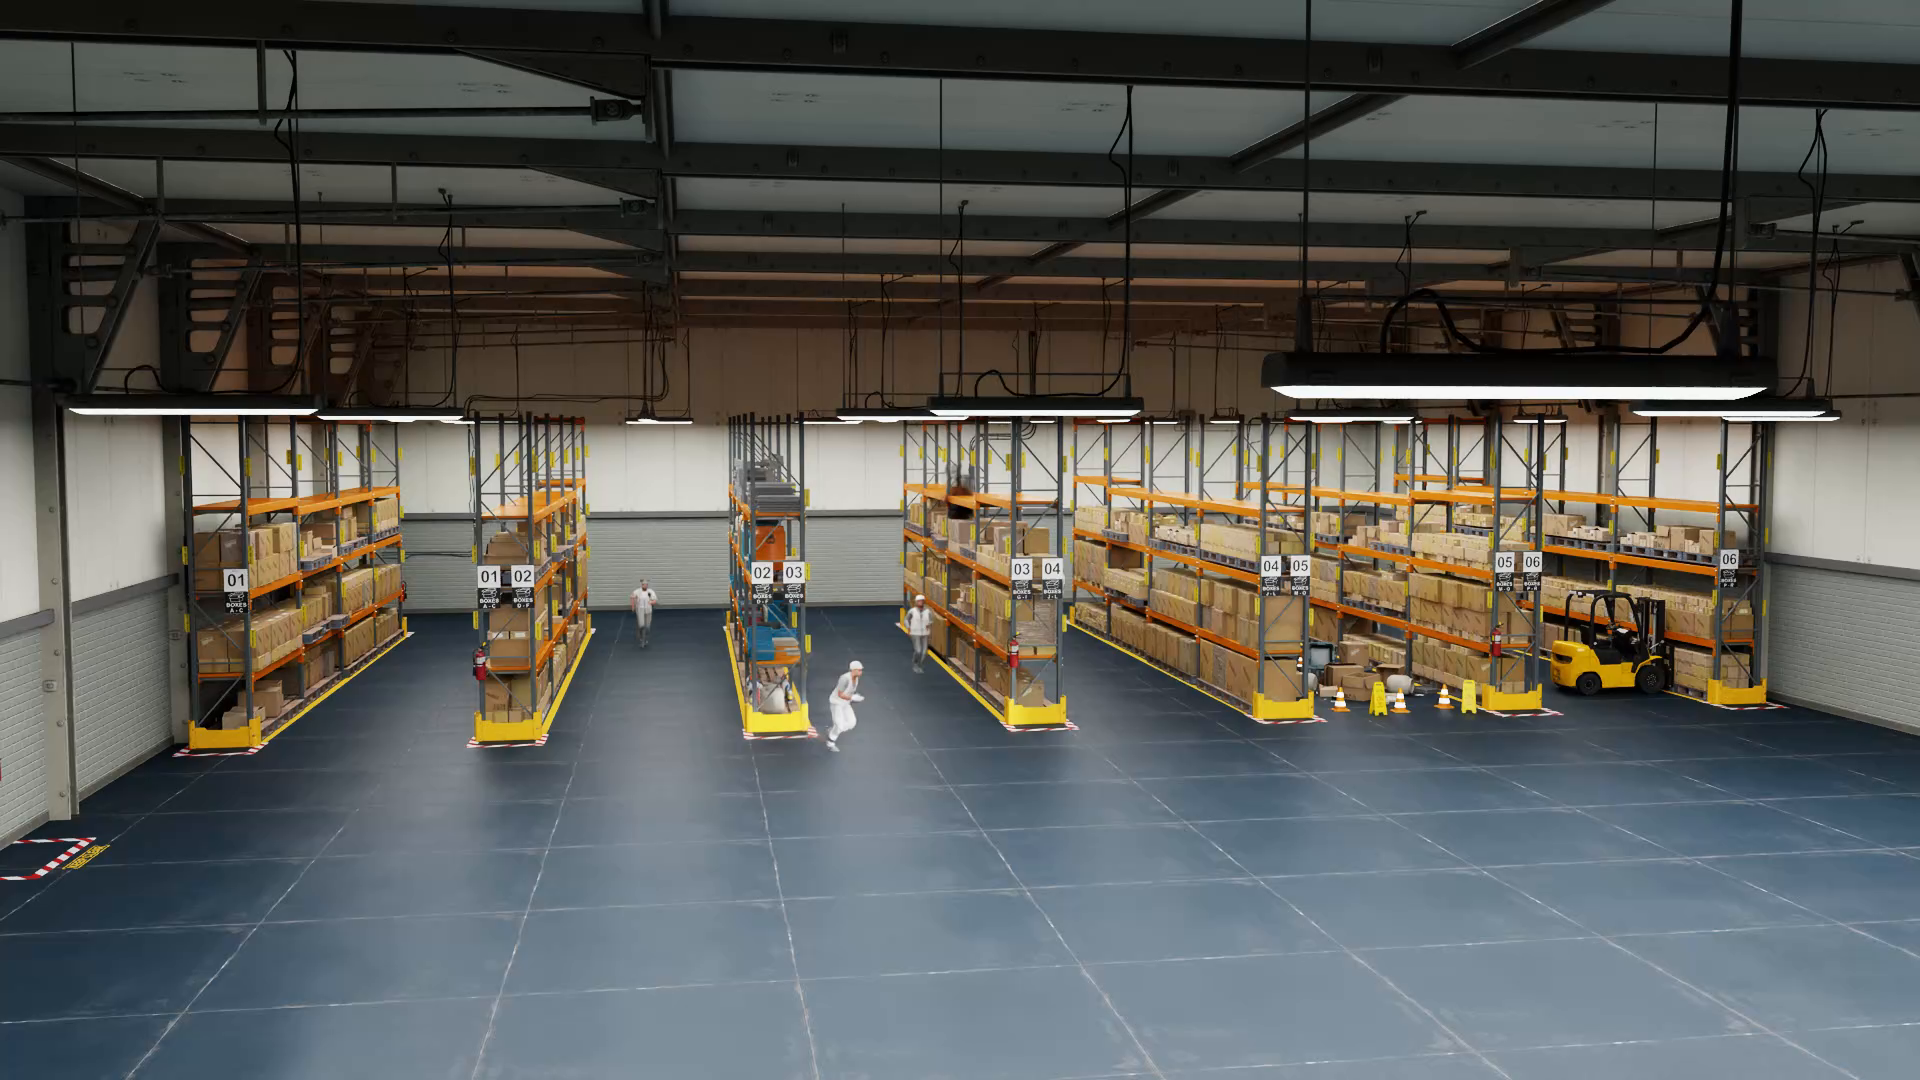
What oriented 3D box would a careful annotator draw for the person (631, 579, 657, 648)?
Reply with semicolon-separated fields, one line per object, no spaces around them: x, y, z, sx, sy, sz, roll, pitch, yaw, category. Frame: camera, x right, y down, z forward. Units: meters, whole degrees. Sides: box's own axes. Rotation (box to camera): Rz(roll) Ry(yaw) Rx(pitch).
-8.206;1.912;43.260;0.627;1.837;0.837;-1;4;-21;person

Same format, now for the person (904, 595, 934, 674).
-0.869;2.082;36.469;0.644;1.754;0.592;-1;4;-16;person

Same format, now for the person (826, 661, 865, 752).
-1.988;2.924;29.332;0.820;1.624;0.693;2;4;26;person

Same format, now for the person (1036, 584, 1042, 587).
2.150;1.614;49.078;0.628;1.631;0.735;-3;5;-39;person
